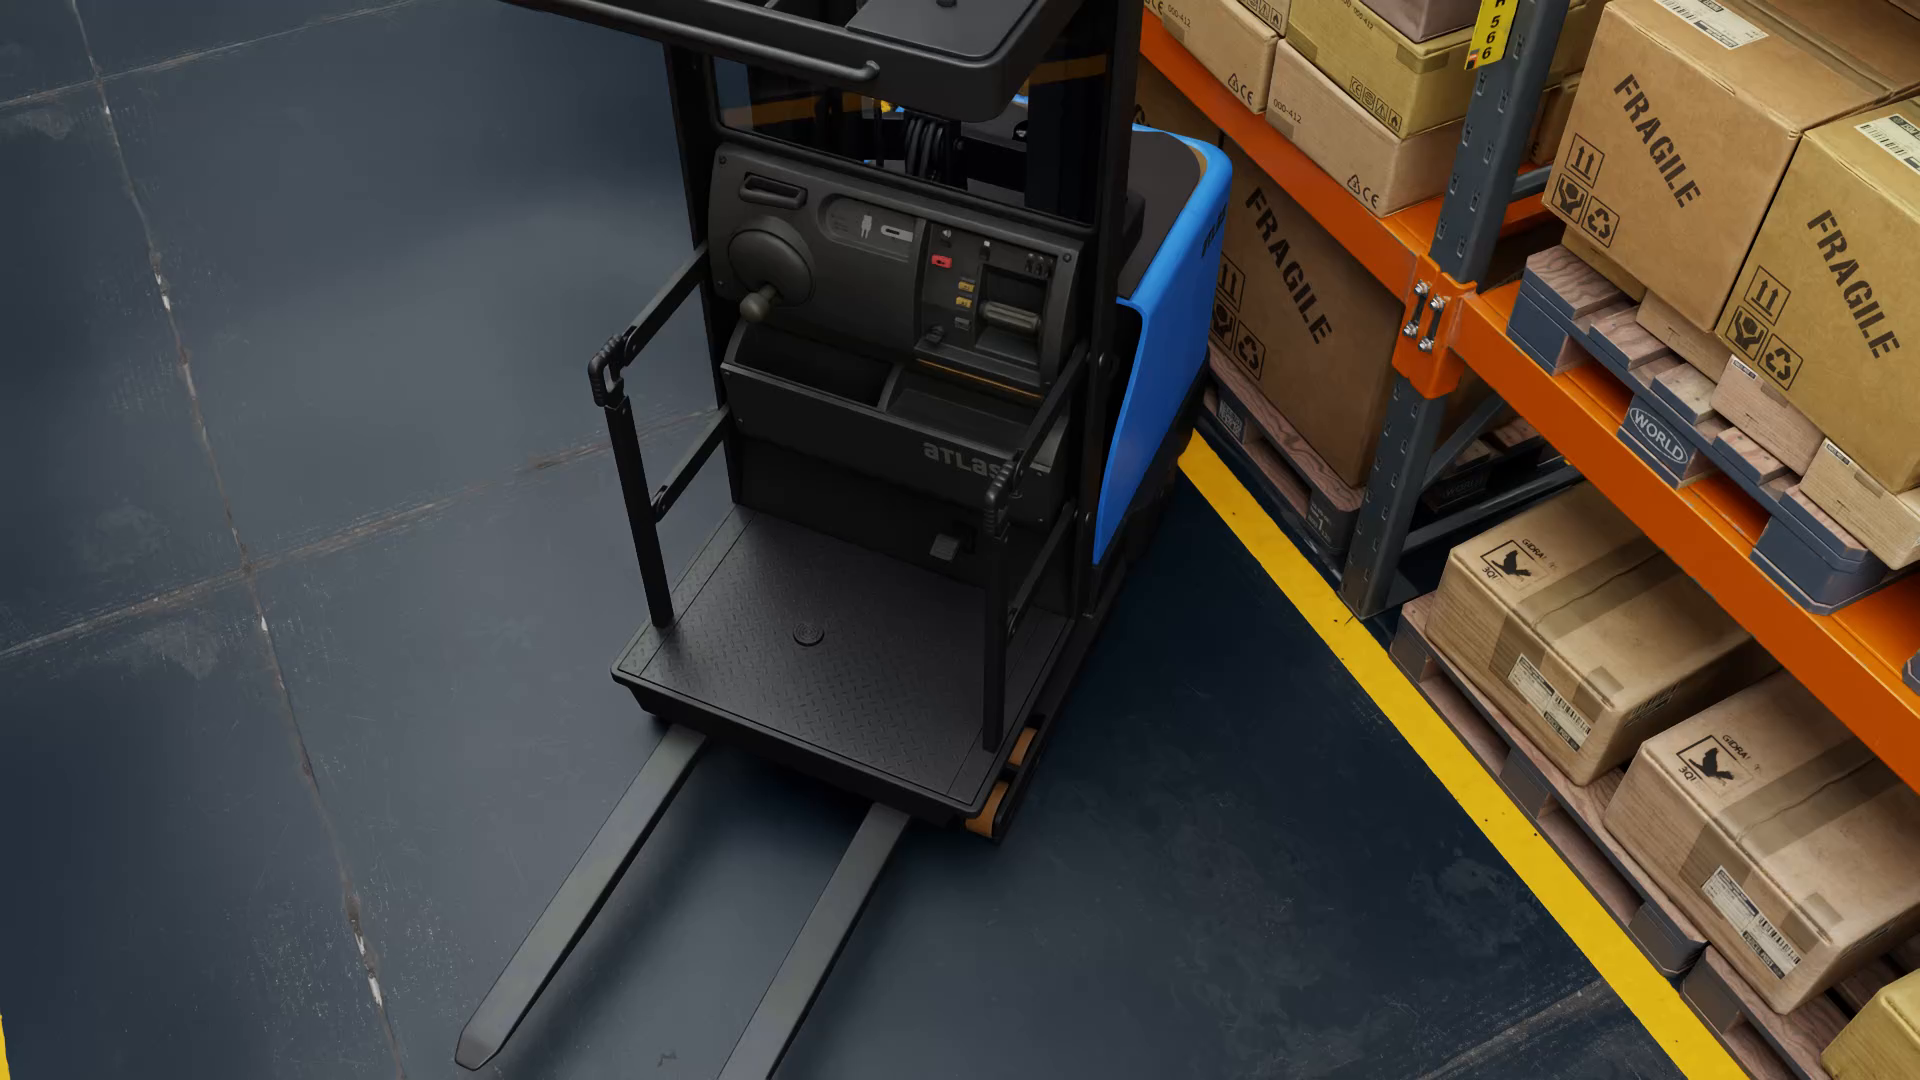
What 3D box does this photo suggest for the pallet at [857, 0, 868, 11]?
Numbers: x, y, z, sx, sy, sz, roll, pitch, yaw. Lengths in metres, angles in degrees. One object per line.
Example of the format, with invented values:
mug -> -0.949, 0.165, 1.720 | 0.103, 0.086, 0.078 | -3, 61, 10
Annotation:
pallet -> 0.216, -2.219, 7.050 | 1.003, 0.211, 1.213 | -21, 52, -18

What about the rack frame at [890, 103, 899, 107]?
rack frame -> -0.091, -1.886, 5.488 | 0.400, 2.100, 0.015 | -27, 54, -17

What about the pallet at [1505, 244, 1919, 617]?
pallet -> 2.047, -0.447, 3.775 | 1.213, 0.211, 1.003 | -21, 52, -18

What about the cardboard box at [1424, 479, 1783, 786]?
cardboard box -> 1.876, 0.158, 4.586 | 0.950, 0.372, 0.625 | -24, 53, -20

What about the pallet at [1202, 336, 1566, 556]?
pallet -> 1.332, -0.586, 5.622 | 1.003, 0.211, 1.213 | -21, 52, -18

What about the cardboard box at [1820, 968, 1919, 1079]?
cardboard box -> 2.563, 1.159, 3.710 | 0.950, 0.372, 0.625 | -20, 52, -16

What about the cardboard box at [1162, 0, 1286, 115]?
cardboard box -> 0.916, -1.486, 4.657 | 0.500, 0.250, 0.500 | -20, 52, -17

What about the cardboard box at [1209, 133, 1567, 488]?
cardboard box -> 1.384, -0.880, 5.159 | 0.875, 0.875, 0.875 | -22, 52, -18

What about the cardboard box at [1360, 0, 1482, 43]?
cardboard box -> 1.157, -1.568, 3.898 | 0.500, 0.500, 0.500 | -22, 53, -18

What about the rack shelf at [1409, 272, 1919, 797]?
rack shelf -> 2.541, 0.625, 3.188 | 1.077, 0.370, 4.000 | -21, 52, -18

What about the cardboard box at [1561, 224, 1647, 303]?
cardboard box -> 1.610, -0.724, 3.778 | 0.380, 0.149, 0.250 | -24, 53, -20

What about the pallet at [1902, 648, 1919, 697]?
pallet -> 2.568, 0.424, 3.014 | 1.003, 0.211, 1.213 | -21, 52, -18

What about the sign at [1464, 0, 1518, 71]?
sign -> 1.134, -1.138, 3.483 | 0.100, 0.325, 0.005 | -21, 52, -18

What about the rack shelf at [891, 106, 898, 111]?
rack shelf -> 0.073, -1.274, 5.899 | 0.431, 0.518, 0.480 | -27, 54, -17

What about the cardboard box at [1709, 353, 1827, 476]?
cardboard box -> 1.793, -0.324, 3.429 | 0.380, 0.149, 0.250 | -24, 53, -20

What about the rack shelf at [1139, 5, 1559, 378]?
rack shelf -> 0.711, -2.052, 5.530 | 1.077, 0.370, 4.000 | -21, 52, -18

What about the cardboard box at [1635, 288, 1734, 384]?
cardboard box -> 1.709, -0.523, 3.603 | 0.380, 0.149, 0.250 | -24, 53, -20

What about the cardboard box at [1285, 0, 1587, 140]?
cardboard box -> 1.179, -1.302, 4.164 | 0.500, 0.250, 0.500 | -21, 52, -18

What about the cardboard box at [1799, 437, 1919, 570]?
cardboard box -> 1.901, -0.133, 3.262 | 0.380, 0.149, 0.250 | -21, 52, -17

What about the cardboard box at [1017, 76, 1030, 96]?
cardboard box -> 0.571, -2.077, 6.206 | 0.875, 0.875, 0.875 | -20, 52, -16

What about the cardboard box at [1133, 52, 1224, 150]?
cardboard box -> 0.980, -1.478, 5.683 | 0.875, 0.875, 0.875 | -21, 52, -17

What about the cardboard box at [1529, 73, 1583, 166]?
cardboard box -> 1.626, -1.315, 4.507 | 0.500, 0.250, 0.500 | -22, 52, -18

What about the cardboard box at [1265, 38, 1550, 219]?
cardboard box -> 1.164, -1.150, 4.363 | 0.500, 0.250, 0.500 | -23, 53, -19

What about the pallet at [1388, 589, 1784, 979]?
pallet -> 1.982, 0.491, 4.680 | 1.003, 0.211, 1.213 | -21, 52, -18

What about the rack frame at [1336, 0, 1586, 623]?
rack frame -> 1.626, -0.950, 4.088 | 1.000, 3.000, 0.127 | -21, 52, -18

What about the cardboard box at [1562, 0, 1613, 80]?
cardboard box -> 1.614, -1.490, 4.328 | 0.500, 0.250, 0.500 | -22, 52, -18

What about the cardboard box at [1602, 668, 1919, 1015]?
cardboard box -> 2.221, 0.649, 4.156 | 0.950, 0.372, 0.625 | -22, 52, -18

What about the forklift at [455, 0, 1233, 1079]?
forklift -> -0.258, -0.535, 3.771 | 1.130, 2.935, 3.031 | 19, 51, 16

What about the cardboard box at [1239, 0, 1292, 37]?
cardboard box -> 0.941, -1.644, 4.463 | 0.500, 0.250, 0.500 | -22, 53, -18

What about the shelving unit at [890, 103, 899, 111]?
shelving unit -> 0.036, -1.730, 5.350 | 0.431, 2.100, 0.503 | -27, 54, -17

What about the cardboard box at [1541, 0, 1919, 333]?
cardboard box -> 1.626, -0.838, 3.447 | 0.500, 0.500, 0.500 | -23, 53, -19

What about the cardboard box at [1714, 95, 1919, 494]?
cardboard box -> 1.871, -0.492, 3.145 | 0.500, 0.500, 0.500 | -19, 51, -16

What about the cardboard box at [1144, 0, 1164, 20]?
cardboard box -> 0.700, -1.829, 4.956 | 0.500, 0.250, 0.500 | -22, 52, -18

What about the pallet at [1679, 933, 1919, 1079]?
pallet -> 2.537, 1.307, 3.967 | 1.003, 0.211, 1.213 | -21, 52, -18

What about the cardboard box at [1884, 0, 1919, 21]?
cardboard box -> 2.081, -1.011, 3.598 | 0.500, 0.500, 0.500 | -23, 53, -19
